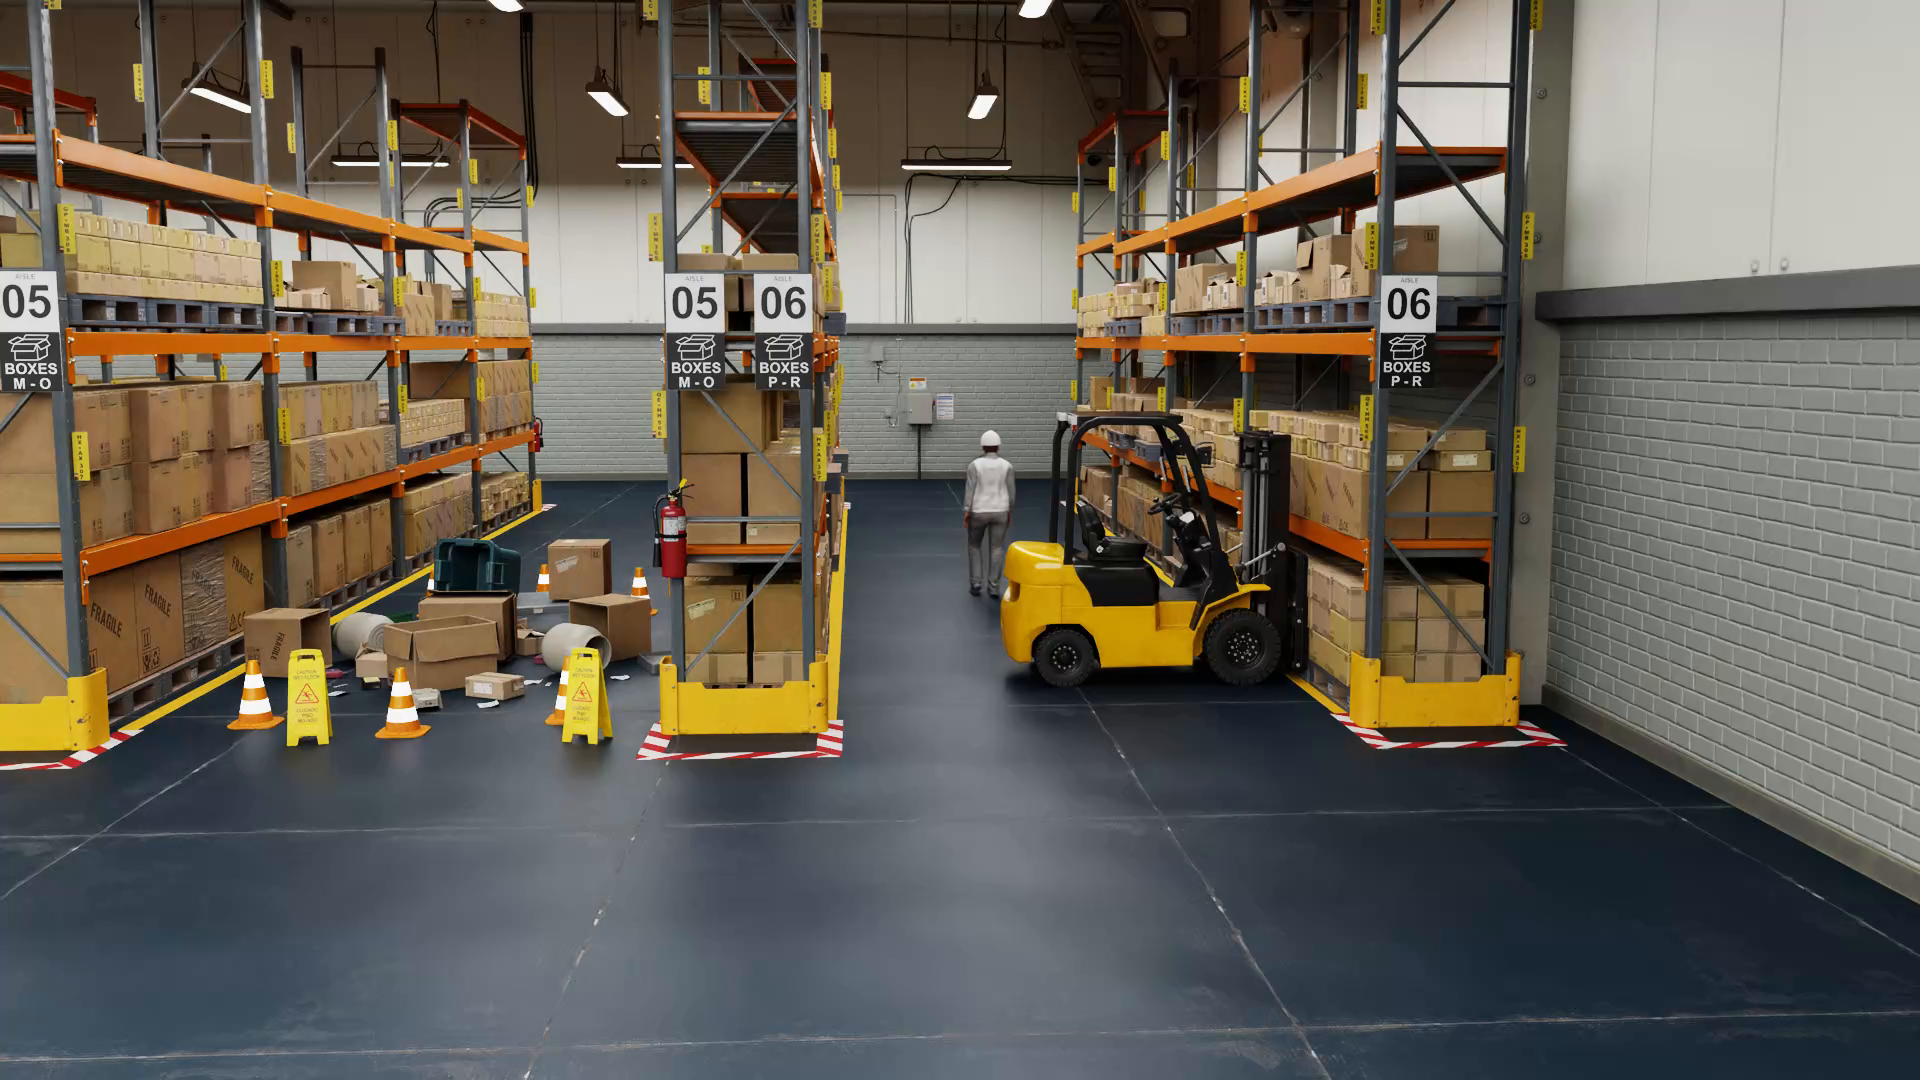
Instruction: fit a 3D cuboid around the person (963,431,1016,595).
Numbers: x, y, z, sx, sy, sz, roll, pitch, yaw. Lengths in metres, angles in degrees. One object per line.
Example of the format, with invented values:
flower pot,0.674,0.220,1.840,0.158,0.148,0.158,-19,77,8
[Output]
person,0.315,-0.262,18.004,0.578,1.841,0.606,0,7,-3
